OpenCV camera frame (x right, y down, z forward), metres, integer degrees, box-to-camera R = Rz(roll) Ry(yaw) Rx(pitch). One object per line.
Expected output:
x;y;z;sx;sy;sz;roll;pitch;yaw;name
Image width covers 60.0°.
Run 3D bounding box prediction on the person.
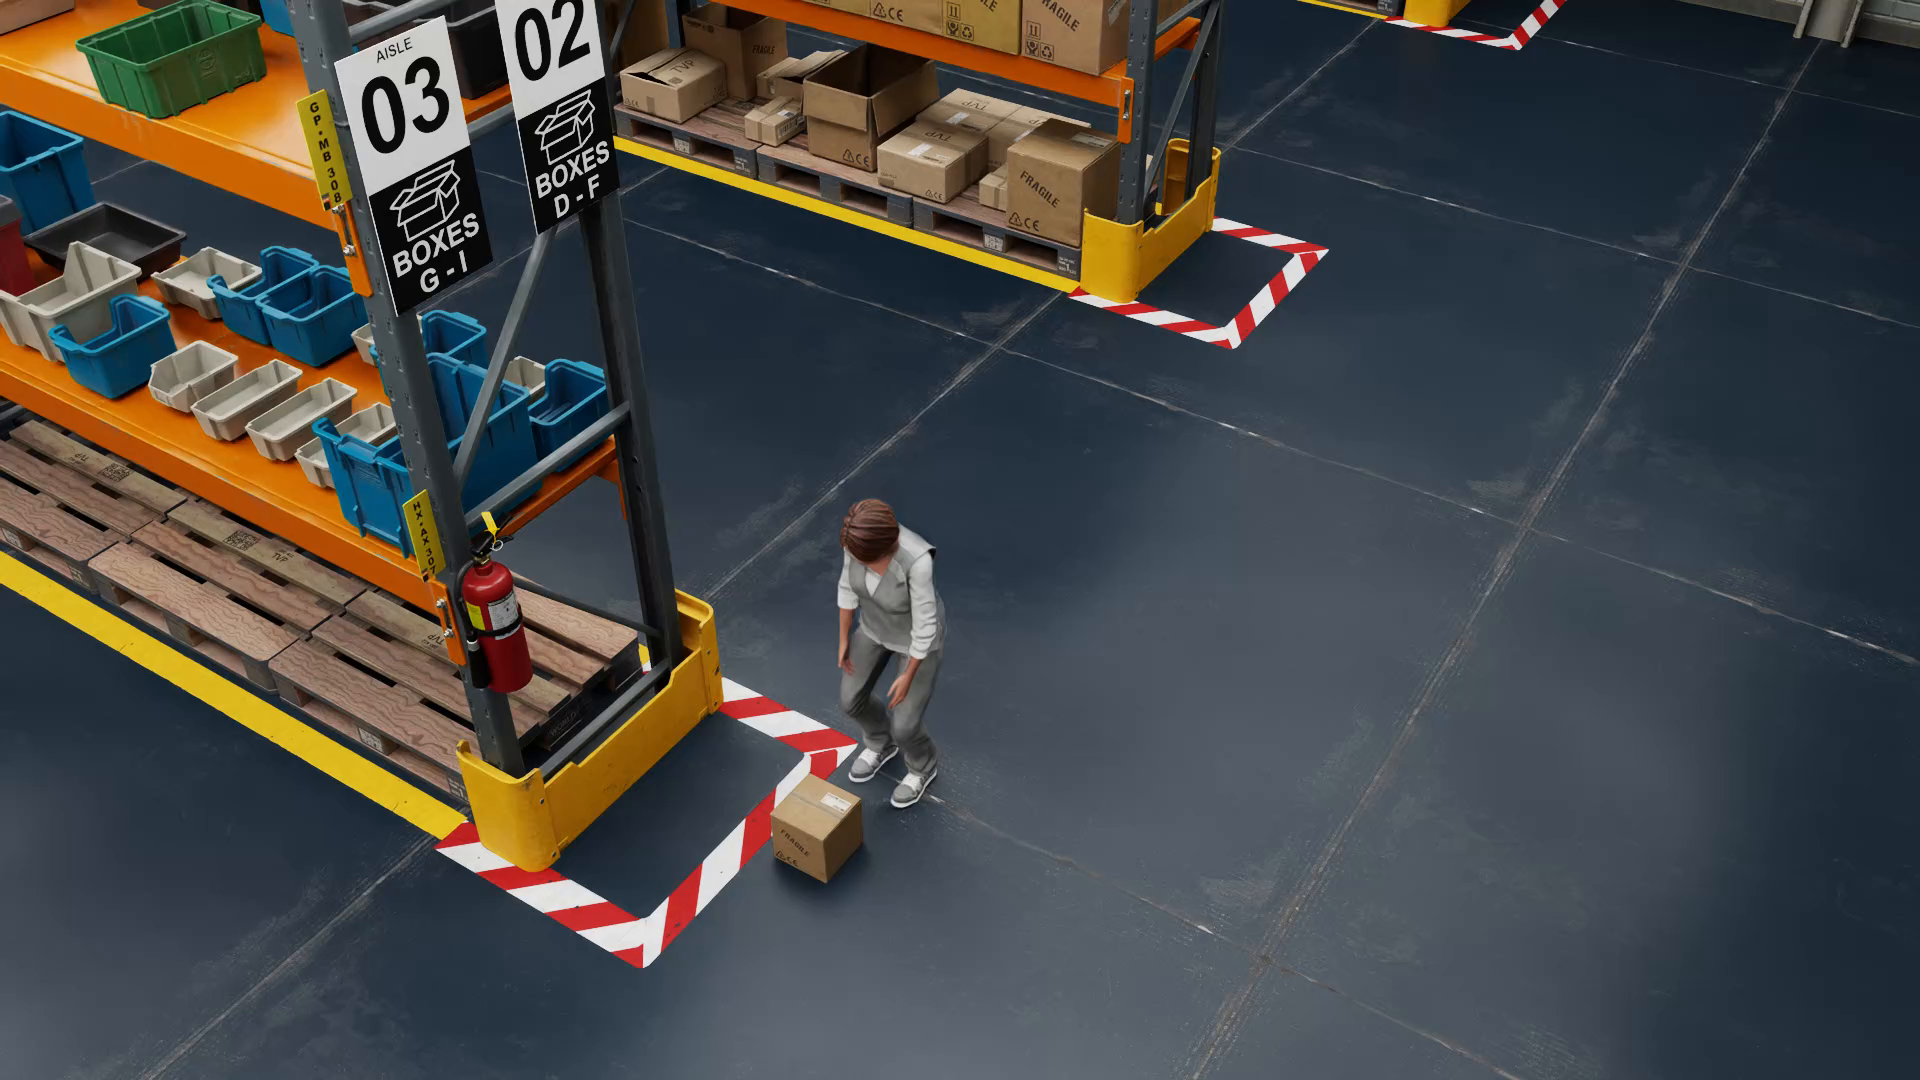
-0.260;0.414;6.274;0.427;1.483;0.447;26;46;28;person
